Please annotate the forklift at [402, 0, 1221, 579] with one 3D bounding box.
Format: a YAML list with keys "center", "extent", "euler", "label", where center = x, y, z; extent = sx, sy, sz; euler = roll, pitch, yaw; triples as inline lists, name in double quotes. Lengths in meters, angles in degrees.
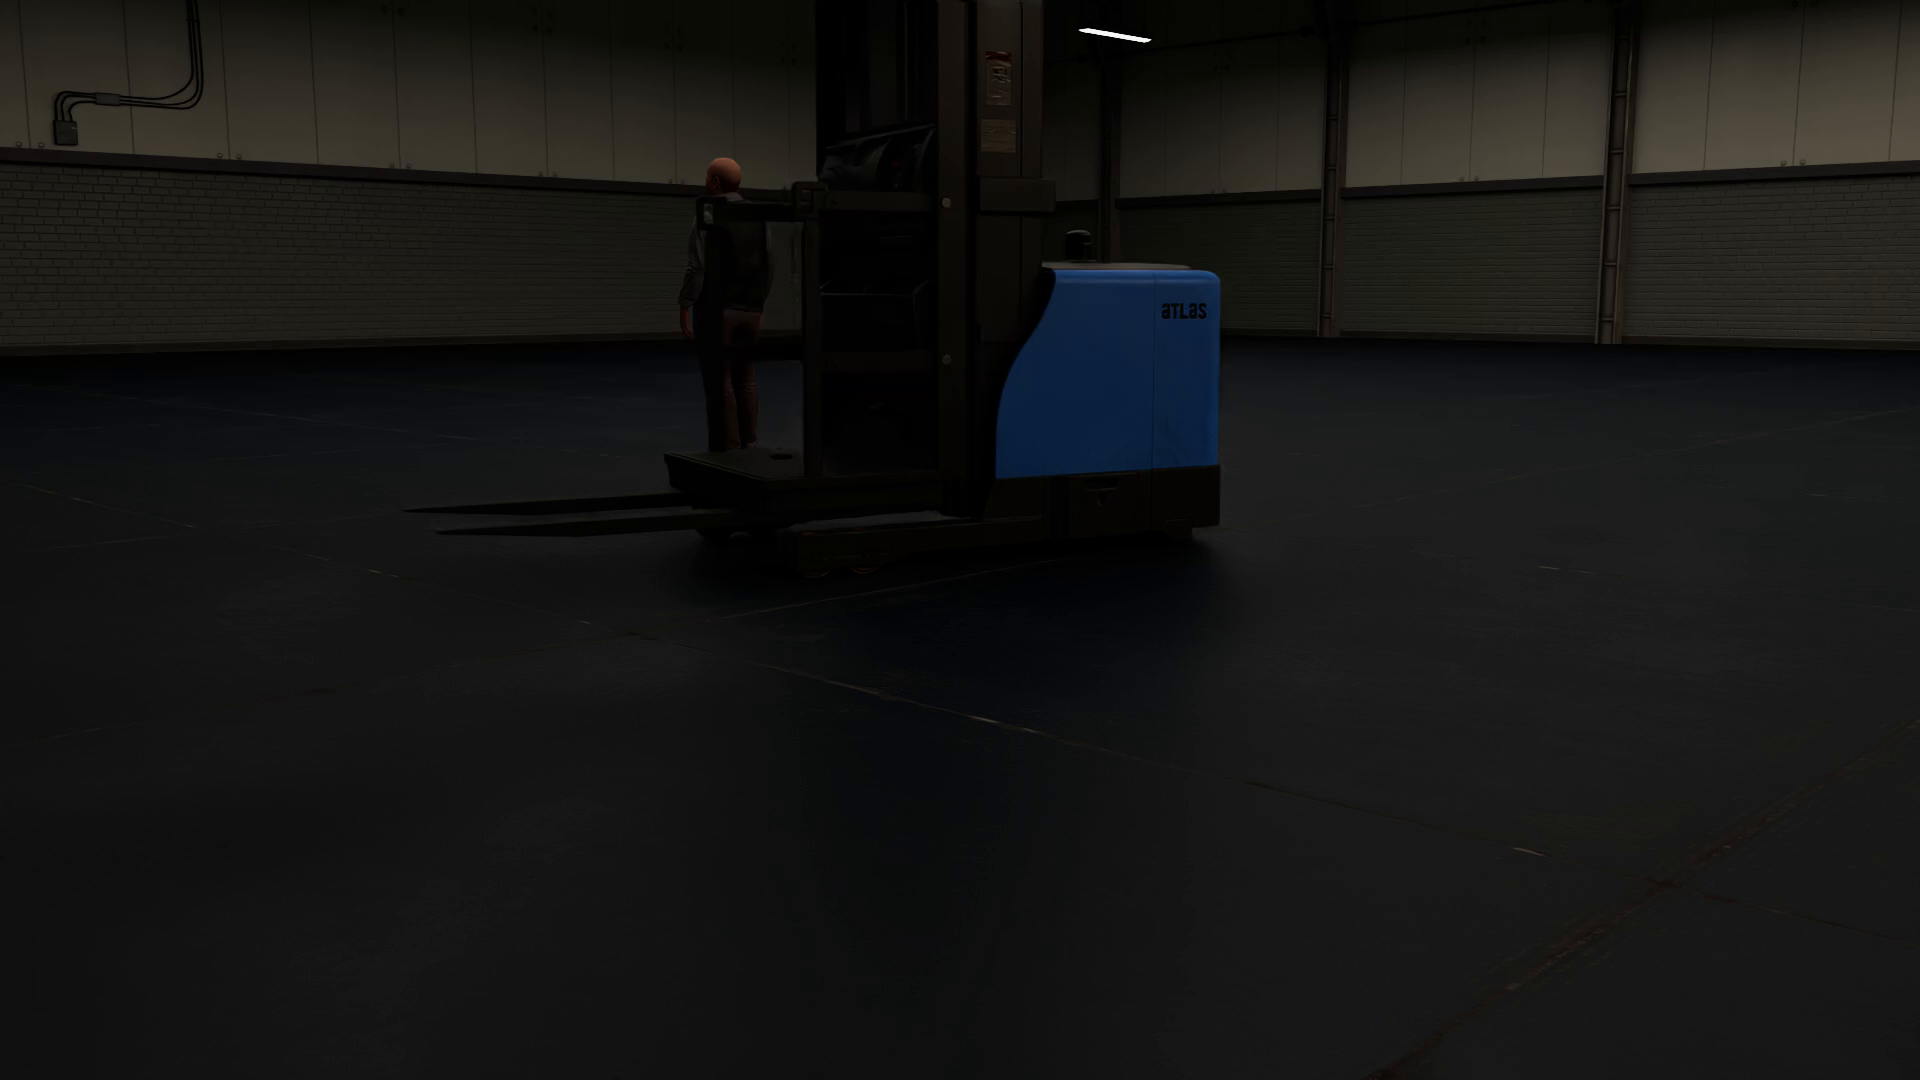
- center: [-0.508, -1.403, 6.188]
  extent: [3.031, 2.935, 1.130]
  euler: [-4, 10, -28]
  label: "forklift"

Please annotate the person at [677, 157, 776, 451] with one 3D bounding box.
- center: [-1.374, -1.298, 9.509]
  extent: [0.569, 1.720, 0.632]
  euler: [8, 12, 43]
  label: "person"
